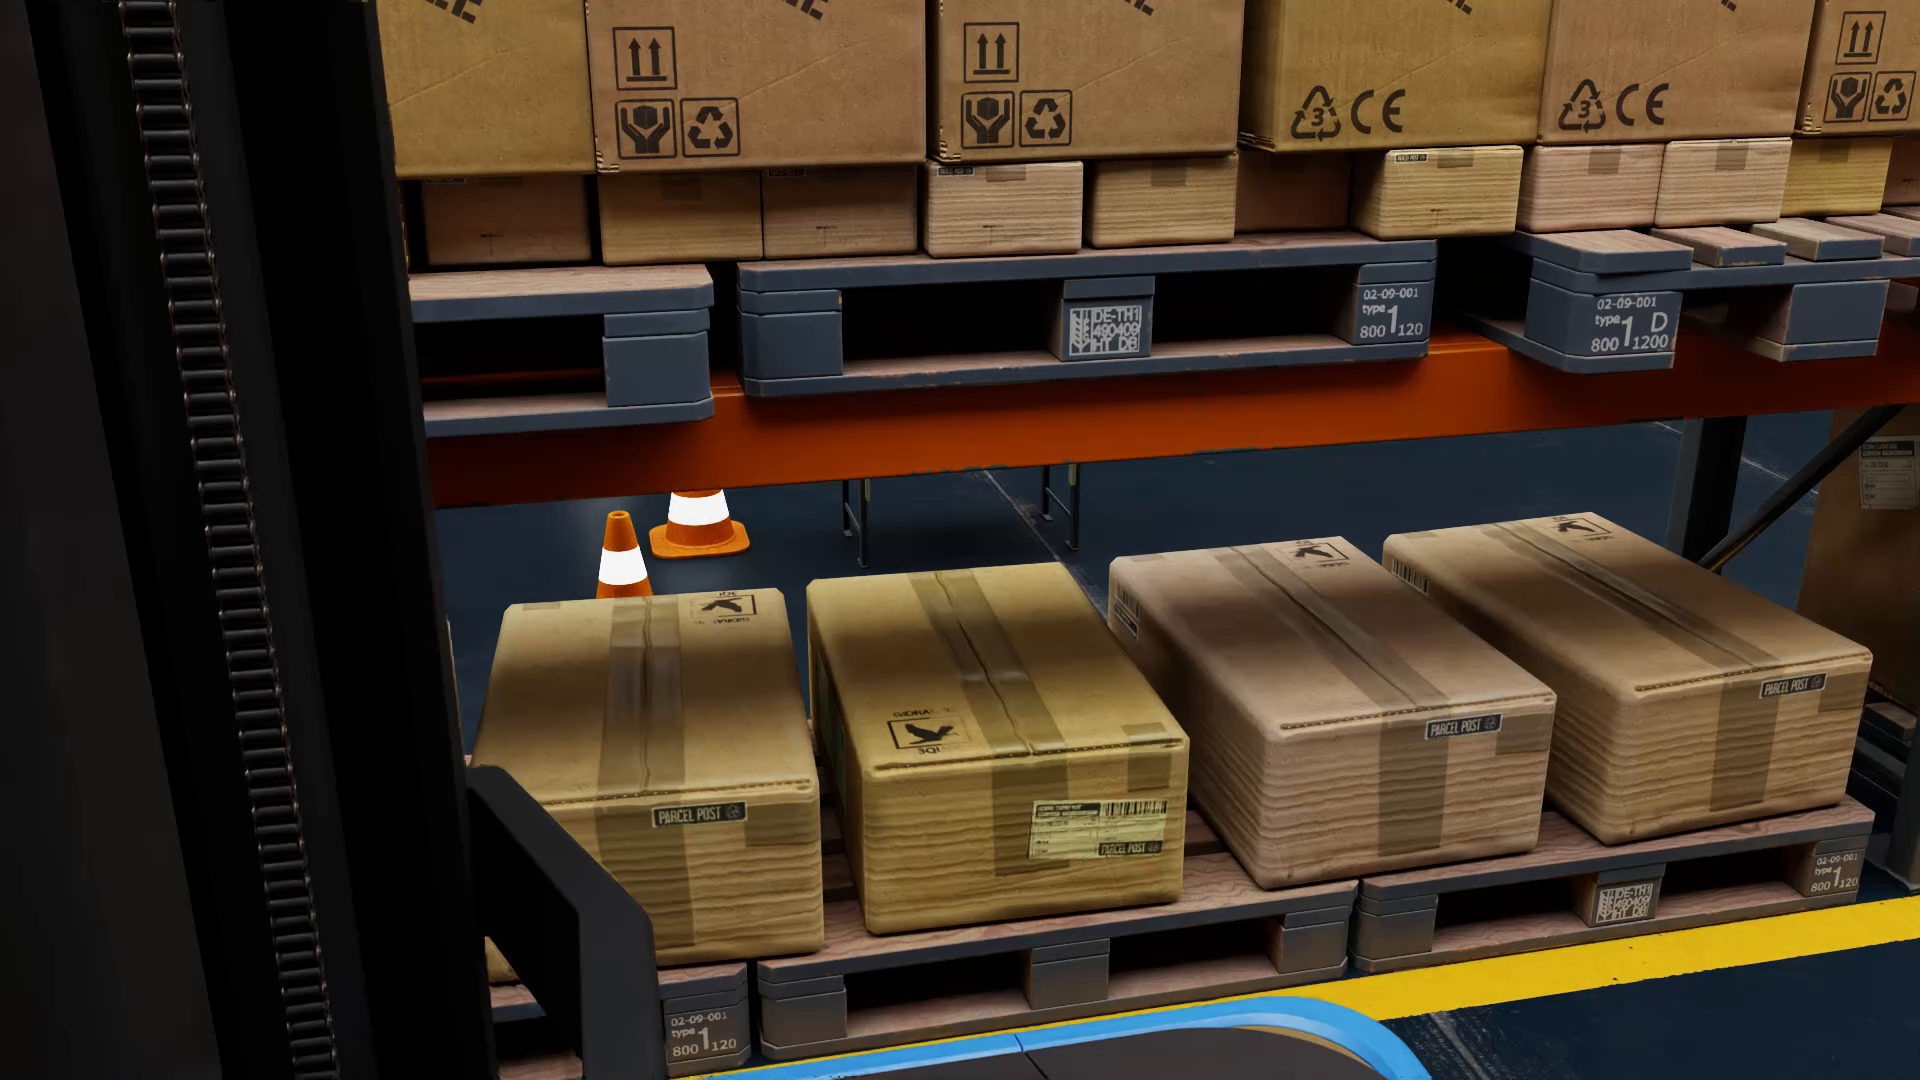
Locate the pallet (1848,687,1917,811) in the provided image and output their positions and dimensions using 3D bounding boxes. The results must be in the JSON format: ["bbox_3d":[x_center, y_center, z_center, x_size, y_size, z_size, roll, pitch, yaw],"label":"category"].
[{"bbox_3d":[2.831,0.476,4.208,1.213,0.211,1.003,-5,21,-12],"label":"pallet"}]

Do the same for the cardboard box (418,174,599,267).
[{"bbox_3d":[-0.733,-0.561,2.741,0.250,0.149,0.380,-3,20,-9],"label":"cardboard box"}]

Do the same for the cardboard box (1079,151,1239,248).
[{"bbox_3d":[0.292,-0.621,2.905,0.250,0.149,0.380,-5,21,-14],"label":"cardboard box"}]

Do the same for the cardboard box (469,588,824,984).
[{"bbox_3d":[-0.638,0.457,3.416,0.625,0.372,0.950,-3,20,-9],"label":"cardboard box"}]

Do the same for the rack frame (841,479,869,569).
[{"bbox_3d":[-0.363,-0.675,5.476,0.023,1.500,0.400,-5,21,-12],"label":"rack frame"}]

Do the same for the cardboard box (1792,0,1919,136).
[{"bbox_3d":[1.668,-1.051,3.134,0.500,0.500,0.500,-5,21,-14],"label":"cardboard box"}]

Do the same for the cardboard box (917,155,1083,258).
[{"bbox_3d":[0.039,-0.590,2.820,0.250,0.149,0.380,-4,20,-10],"label":"cardboard box"}]

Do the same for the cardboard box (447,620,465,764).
[{"bbox_3d":[-1.337,0.515,3.258,0.625,0.372,0.950,-4,21,-12],"label":"cardboard box"}]

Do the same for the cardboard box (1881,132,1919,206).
[{"bbox_3d":[1.781,-0.770,3.312,0.250,0.149,0.380,-4,20,-10],"label":"cardboard box"}]

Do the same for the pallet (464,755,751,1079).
[{"bbox_3d":[-1.089,0.768,3.412,1.213,0.211,1.003,-5,21,-12],"label":"pallet"}]

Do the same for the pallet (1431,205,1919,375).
[{"bbox_3d":[1.377,-0.614,3.408,1.003,0.211,1.213,-5,21,-12],"label":"pallet"}]

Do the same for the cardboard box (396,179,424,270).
[{"bbox_3d":[-0.991,-0.513,2.610,0.250,0.149,0.380,-4,21,-11],"label":"cardboard box"}]

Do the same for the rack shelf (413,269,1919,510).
[{"bbox_3d":[0.100,-0.300,3.318,4.000,0.370,1.077,-5,21,-12],"label":"rack shelf"}]

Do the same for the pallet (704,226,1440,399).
[{"bbox_3d":[0.129,-0.536,3.194,1.213,0.211,1.003,-5,21,-12],"label":"pallet"}]

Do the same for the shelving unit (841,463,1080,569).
[{"bbox_3d":[-0.006,-0.704,5.555,0.755,1.500,0.431,-5,21,-12],"label":"shelving unit"}]

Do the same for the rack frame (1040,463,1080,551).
[{"bbox_3d":[0.350,-0.733,5.634,0.023,1.500,0.400,-5,21,-12],"label":"rack frame"}]

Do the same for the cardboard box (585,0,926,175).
[{"bbox_3d":[-0.353,-0.879,2.664,0.500,0.500,0.500,-5,21,-13],"label":"cardboard box"}]

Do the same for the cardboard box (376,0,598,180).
[{"bbox_3d":[-0.837,-0.844,2.570,0.500,0.500,0.500,-5,21,-12],"label":"cardboard box"}]

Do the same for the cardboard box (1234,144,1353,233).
[{"bbox_3d":[0.517,-0.669,3.034,0.250,0.149,0.380,-4,21,-12],"label":"cardboard box"}]

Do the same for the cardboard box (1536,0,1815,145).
[{"bbox_3d":[1.167,-1.006,3.012,0.500,0.500,0.500,-5,21,-13],"label":"cardboard box"}]

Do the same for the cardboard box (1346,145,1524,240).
[{"bbox_3d":[0.791,-0.646,2.973,0.250,0.149,0.380,-4,21,-12],"label":"cardboard box"}]

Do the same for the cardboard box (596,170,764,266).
[{"bbox_3d":[-0.473,-0.568,2.758,0.250,0.149,0.380,-4,21,-12],"label":"cardboard box"}]

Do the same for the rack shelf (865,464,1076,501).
[{"bbox_3d":[-0.006,-0.398,5.667,0.720,0.370,0.431,-5,21,-12],"label":"rack shelf"}]

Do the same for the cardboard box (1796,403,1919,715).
[{"bbox_3d":[2.737,-0.022,3.993,0.875,0.875,0.875,-5,21,-13],"label":"cardboard box"}]

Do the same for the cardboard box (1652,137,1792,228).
[{"bbox_3d":[1.302,-0.690,3.092,0.250,0.149,0.380,-5,21,-13],"label":"cardboard box"}]

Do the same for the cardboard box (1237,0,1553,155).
[{"bbox_3d":[0.676,-0.966,2.902,0.500,0.500,0.500,-6,21,-16],"label":"cardboard box"}]

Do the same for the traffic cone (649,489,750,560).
[{"bbox_3d":[-0.910,-0.213,5.722,0.334,0.463,0.336,-5,21,-12],"label":"traffic cone"}]

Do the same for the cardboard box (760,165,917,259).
[{"bbox_3d":[-0.232,-0.587,2.810,0.250,0.149,0.380,-4,21,-12],"label":"cardboard box"}]

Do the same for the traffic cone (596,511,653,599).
[{"bbox_3d":[-0.962,0.145,4.746,0.334,0.463,0.336,-5,21,-12],"label":"traffic cone"}]

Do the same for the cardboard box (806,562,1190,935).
[{"bbox_3d":[0.038,0.401,3.568,0.625,0.372,0.950,-4,20,-11],"label":"cardboard box"}]

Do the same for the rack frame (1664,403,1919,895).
[{"bbox_3d":[2.046,-0.796,3.627,0.127,3.000,1.000,-5,21,-12],"label":"rack frame"}]

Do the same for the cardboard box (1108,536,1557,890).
[{"bbox_3d":[0.778,0.343,3.727,0.625,0.372,0.950,-5,21,-14],"label":"cardboard box"}]

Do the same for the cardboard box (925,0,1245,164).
[{"bbox_3d":[0.145,-0.923,2.785,0.500,0.500,0.500,-6,21,-15],"label":"cardboard box"}]

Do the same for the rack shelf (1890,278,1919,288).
[{"bbox_3d":[3.992,-0.616,4.182,4.000,0.370,1.077,-5,21,-12],"label":"rack shelf"}]

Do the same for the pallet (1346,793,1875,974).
[{"bbox_3d":[1.285,0.575,3.939,1.213,0.211,1.003,-5,21,-12],"label":"pallet"}]

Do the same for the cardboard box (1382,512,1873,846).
[{"bbox_3d":[1.494,0.282,3.893,0.625,0.372,0.950,-6,21,-16],"label":"cardboard box"}]

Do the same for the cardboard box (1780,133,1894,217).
[{"bbox_3d":[1.537,-0.725,3.188,0.250,0.149,0.380,-4,21,-12],"label":"cardboard box"}]

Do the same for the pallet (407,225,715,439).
[{"bbox_3d":[-1.069,-0.401,2.828,1.213,0.211,1.003,-5,21,-12],"label":"pallet"}]

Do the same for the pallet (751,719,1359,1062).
[{"bbox_3d":[0.100,0.670,3.678,1.213,0.211,1.003,-5,21,-12],"label":"pallet"}]

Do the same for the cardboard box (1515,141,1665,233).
[{"bbox_3d":[1.055,-0.673,3.045,0.250,0.149,0.380,-6,21,-15],"label":"cardboard box"}]
